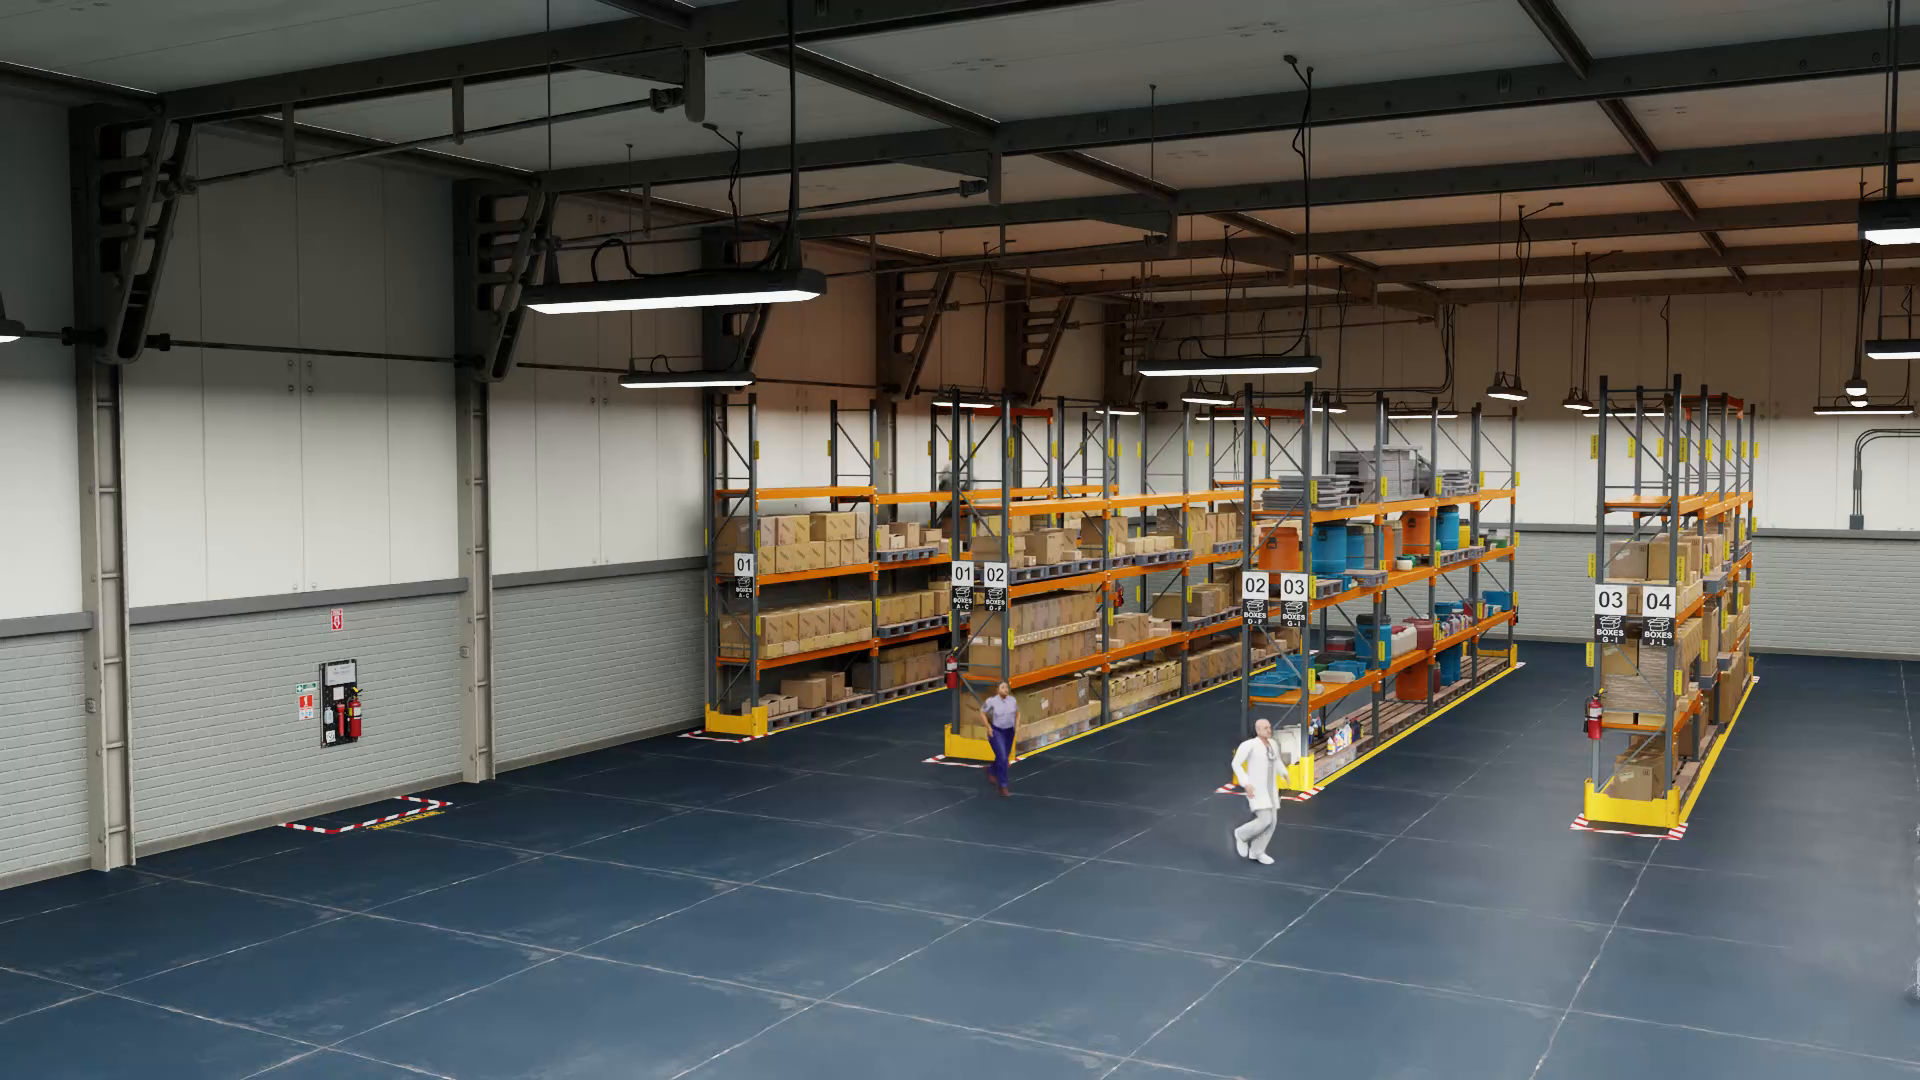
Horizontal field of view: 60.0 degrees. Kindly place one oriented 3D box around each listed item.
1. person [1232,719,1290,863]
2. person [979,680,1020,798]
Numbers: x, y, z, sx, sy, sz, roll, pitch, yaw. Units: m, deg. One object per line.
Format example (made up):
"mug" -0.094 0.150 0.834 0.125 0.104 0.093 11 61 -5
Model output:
"person" 3.670 3.041 20.216 0.727 1.747 0.633 -2 4 -37
"person" 0.596 2.879 24.309 0.602 1.675 0.792 -2 4 -31
